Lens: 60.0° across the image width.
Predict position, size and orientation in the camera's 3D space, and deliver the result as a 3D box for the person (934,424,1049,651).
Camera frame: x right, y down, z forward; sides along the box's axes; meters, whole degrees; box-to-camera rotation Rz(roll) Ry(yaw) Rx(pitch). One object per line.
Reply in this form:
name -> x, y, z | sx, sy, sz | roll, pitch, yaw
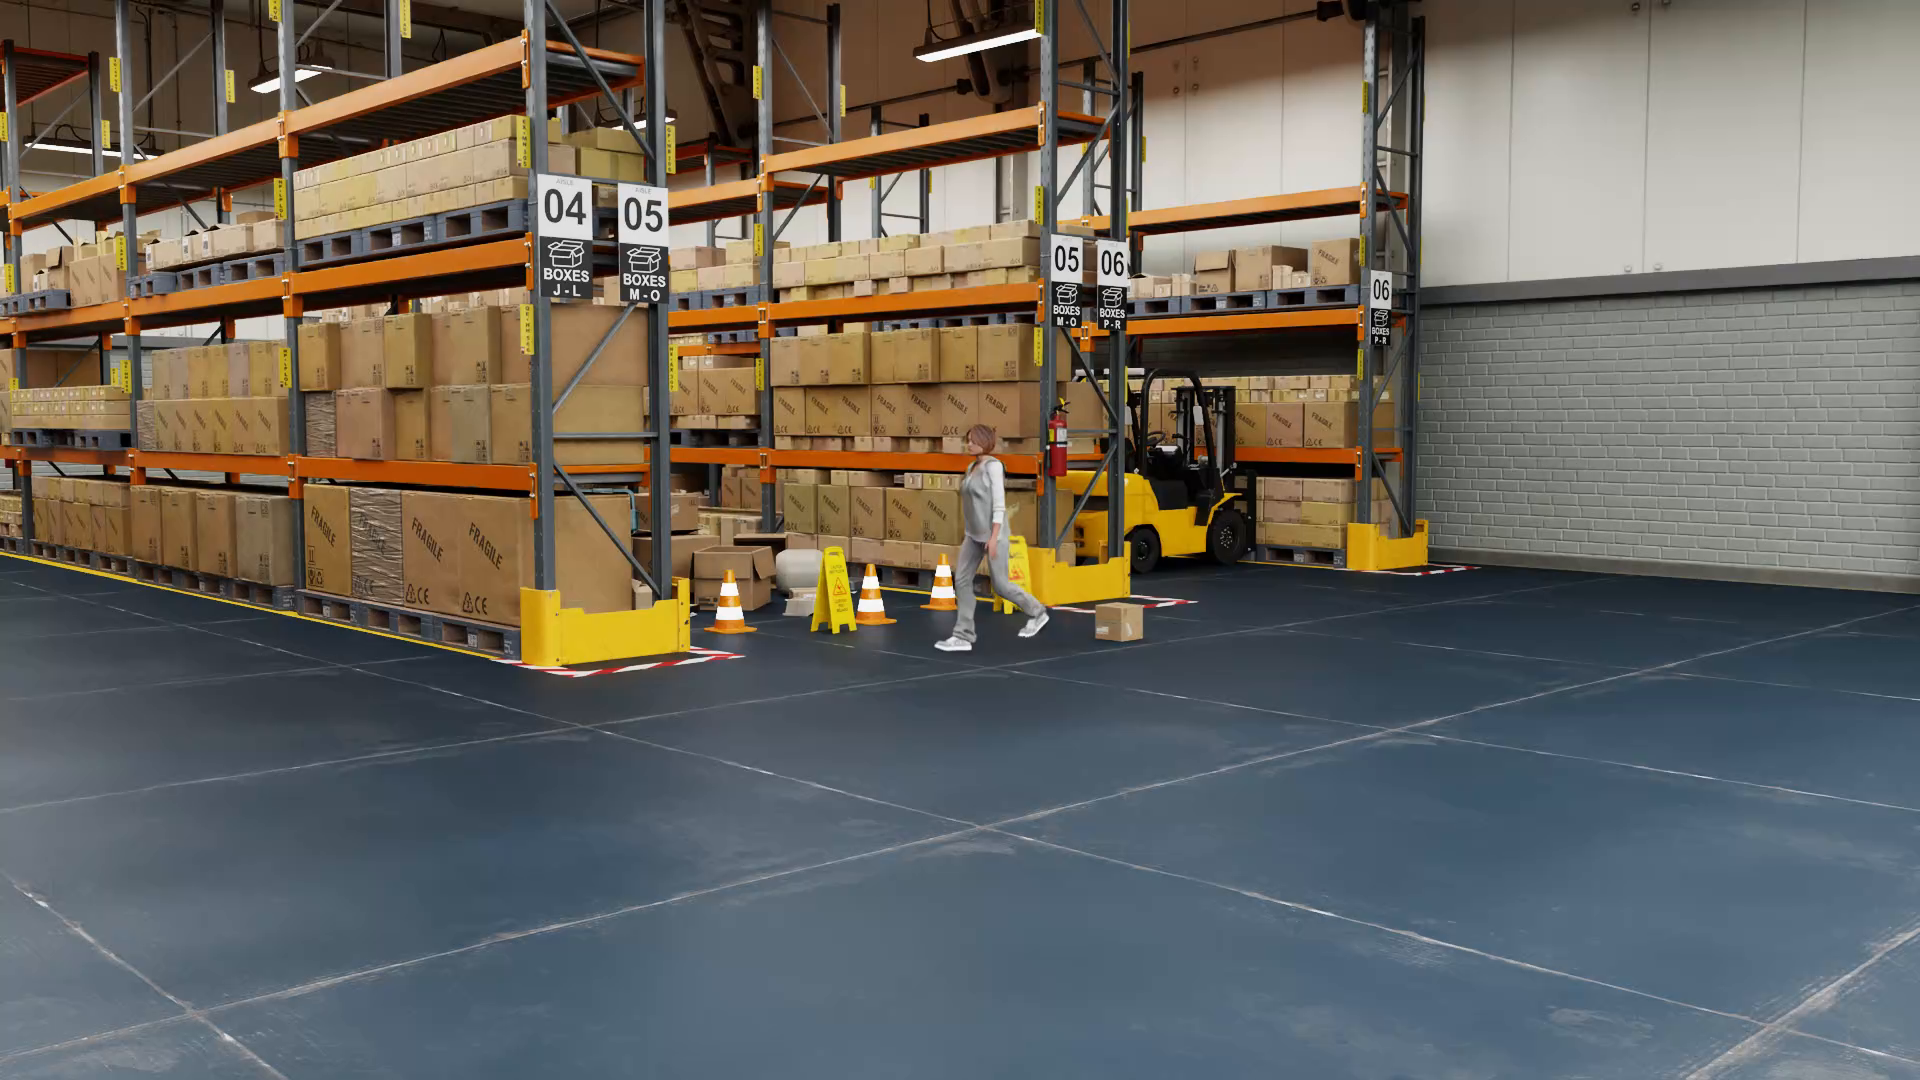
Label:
person -> 0.238, -0.023, 11.505 | 0.877, 1.554, 0.428 | -3, 5, -32
